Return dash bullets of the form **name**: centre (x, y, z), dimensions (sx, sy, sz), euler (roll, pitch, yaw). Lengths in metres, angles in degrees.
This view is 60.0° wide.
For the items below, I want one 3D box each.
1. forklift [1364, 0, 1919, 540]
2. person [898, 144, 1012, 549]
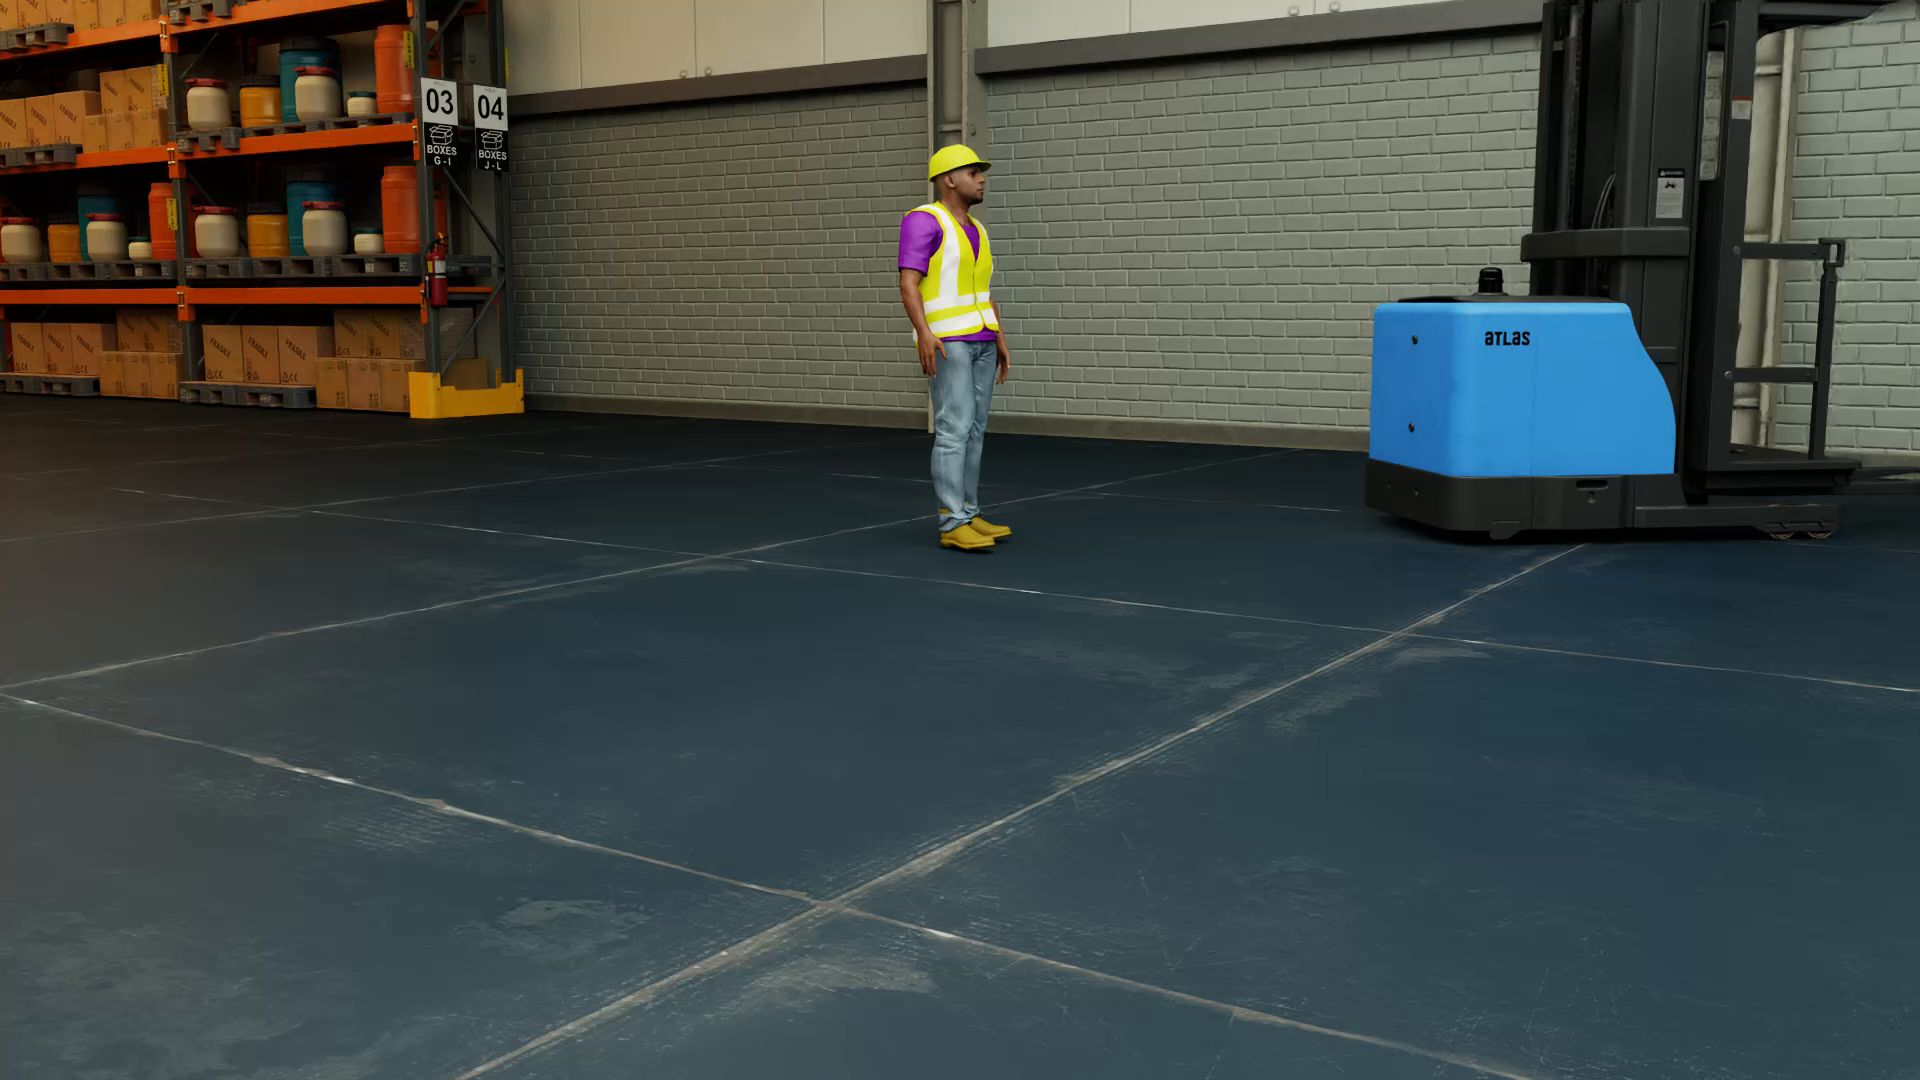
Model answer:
- **forklift**: centre (3.580, -1.523, 7.902), dimensions (3.031, 2.935, 1.130), euler (-1, 8, -9)
- **person**: centre (0.054, -0.875, 7.435), dimensions (0.577, 1.765, 0.665), euler (5, 10, 34)
